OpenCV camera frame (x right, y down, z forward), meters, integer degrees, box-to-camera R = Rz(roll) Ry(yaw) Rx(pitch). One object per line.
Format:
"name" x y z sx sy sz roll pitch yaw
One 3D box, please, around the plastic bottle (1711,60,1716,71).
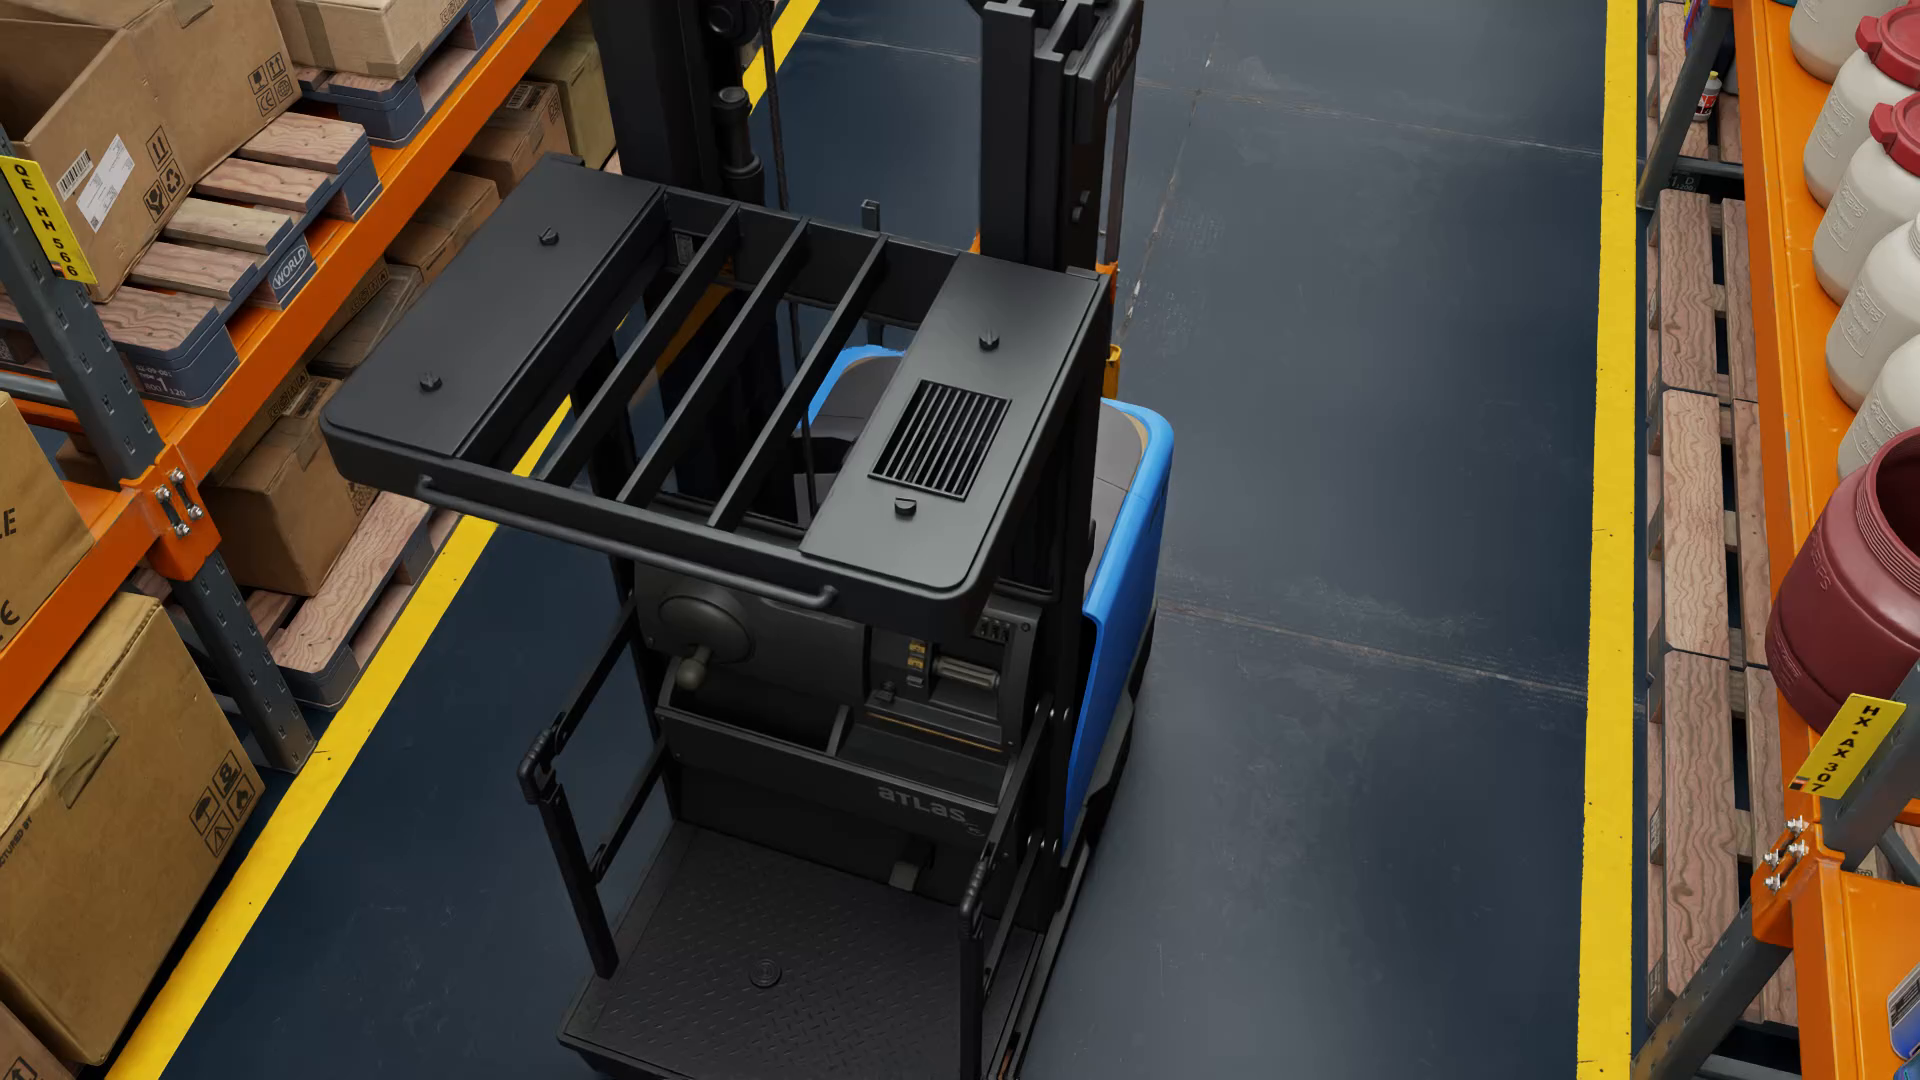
"plastic bottle" 3.139 -1.985 7.020 0.061 0.283 0.133 14 50 12

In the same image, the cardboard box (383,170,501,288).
"cardboard box" -2.067 -1.032 6.034 0.700 0.500 0.500 15 50 13

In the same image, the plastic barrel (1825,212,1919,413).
"plastic barrel" 2.453 -0.560 4.169 0.421 0.512 0.421 0 49 0

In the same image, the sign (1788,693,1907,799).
"sign" 1.745 0.410 3.278 0.100 0.325 0.005 12 50 10

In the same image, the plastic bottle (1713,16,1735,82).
"plastic bottle" 3.222 -2.117 7.091 0.144 0.351 0.185 10 49 9

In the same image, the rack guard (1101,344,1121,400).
"rack guard" 0.299 -0.660 6.166 0.587 0.250 0.087 15 50 13

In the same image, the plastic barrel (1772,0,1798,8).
"plastic barrel" 2.937 -2.272 5.420 0.600 0.901 0.708 12 50 10

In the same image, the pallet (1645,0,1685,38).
"pallet" 3.867 -2.765 8.050 1.003 0.211 1.213 12 50 10

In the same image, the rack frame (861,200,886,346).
"rack frame" -0.031 -0.368 5.074 0.500 1.500 0.032 15 50 13

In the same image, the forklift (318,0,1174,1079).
"forklift" -0.354 0.311 3.520 1.130 2.935 3.031 15 50 13

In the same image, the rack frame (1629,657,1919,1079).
"rack frame" 2.278 0.568 3.248 1.000 3.000 0.127 12 50 10

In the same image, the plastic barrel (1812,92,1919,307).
"plastic barrel" 2.560 -0.878 4.434 0.433 0.535 0.433 0 49 0

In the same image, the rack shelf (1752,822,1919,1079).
"rack shelf" 1.751 2.253 2.241 1.077 0.370 4.000 12 50 10

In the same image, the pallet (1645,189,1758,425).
"pallet" 3.161 -0.827 6.339 1.003 0.211 1.213 12 50 10

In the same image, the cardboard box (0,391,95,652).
"cardboard box" -2.391 -0.037 3.715 0.500 0.500 0.500 13 50 11

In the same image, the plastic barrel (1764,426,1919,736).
"plastic barrel" 2.108 0.127 3.546 0.600 0.536 0.708 12 50 10

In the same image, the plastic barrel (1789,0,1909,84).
"plastic barrel" 2.867 -1.722 5.178 0.433 0.535 0.433 0 49 0

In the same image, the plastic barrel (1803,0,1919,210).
"plastic barrel" 2.674 -1.191 4.710 0.433 0.535 0.433 0 49 0

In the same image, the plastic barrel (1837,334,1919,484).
"plastic barrel" 2.343 -0.255 3.900 0.421 0.512 0.421 0 49 0

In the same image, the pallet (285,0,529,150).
"pallet" -2.019 -1.786 5.454 1.003 0.211 1.213 12 50 10

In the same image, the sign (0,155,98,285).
"sign" -1.964 -0.686 3.582 0.100 0.325 0.005 12 50 10

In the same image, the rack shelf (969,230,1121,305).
"rack shelf" 0.137 -0.609 5.527 0.538 0.185 1.000 15 50 13

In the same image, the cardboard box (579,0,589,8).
"cardboard box" -1.630 -2.181 7.048 0.700 0.500 0.500 8 49 7

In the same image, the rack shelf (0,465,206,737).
"rack shelf" -3.027 1.275 3.104 1.077 0.370 4.000 12 50 10

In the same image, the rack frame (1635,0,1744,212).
"rack frame" 3.331 -2.325 5.802 1.000 3.000 0.127 12 50 10

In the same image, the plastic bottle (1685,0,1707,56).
"plastic bottle" 3.273 -2.256 7.214 0.144 0.351 0.185 9 49 8

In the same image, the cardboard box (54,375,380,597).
"cardboard box" -2.343 -0.217 5.314 0.700 0.500 0.500 9 49 8

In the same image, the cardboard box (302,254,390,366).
"cardboard box" -2.223 -0.852 5.375 0.500 0.250 0.500 17 51 14

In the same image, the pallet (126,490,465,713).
"pallet" -2.293 -0.052 5.655 1.003 0.211 1.213 12 50 10

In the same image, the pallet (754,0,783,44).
"pallet" -1.305 -2.873 8.145 1.003 0.211 1.213 12 50 10

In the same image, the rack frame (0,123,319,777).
"rack frame" -2.500 -0.410 4.111 1.000 3.000 0.127 12 50 10

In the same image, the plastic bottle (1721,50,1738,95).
"plastic bottle" 3.361 -2.089 7.066 0.144 0.351 0.185 12 50 10

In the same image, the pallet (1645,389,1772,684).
"pallet" 2.842 0.058 5.558 1.003 0.211 1.213 12 50 10

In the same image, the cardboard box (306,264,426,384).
"cardboard box" -2.210 -0.620 5.671 0.700 0.500 0.500 8 49 7

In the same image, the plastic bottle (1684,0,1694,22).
"plastic bottle" 3.358 -2.490 7.420 0.144 0.351 0.185 11 50 10

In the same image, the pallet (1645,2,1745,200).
"pallet" 3.548 -1.880 7.269 1.003 0.211 1.213 12 50 10

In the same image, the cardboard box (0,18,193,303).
"cardboard box" -2.397 -0.980 4.268 0.500 0.500 0.500 6 49 5

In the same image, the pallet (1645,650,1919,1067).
"pallet" 2.519 0.938 4.781 1.003 0.211 1.213 12 50 10

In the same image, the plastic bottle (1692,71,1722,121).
"plastic bottle" 3.126 -1.869 6.972 0.097 0.201 0.097 0 49 0

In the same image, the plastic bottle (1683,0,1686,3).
"plastic bottle" 3.404 -2.582 7.551 0.152 0.276 0.135 12 50 11

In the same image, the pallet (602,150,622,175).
"pallet" -1.651 -1.817 7.213 1.003 0.211 1.213 12 50 10

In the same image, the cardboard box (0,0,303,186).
"cardboard box" -2.346 -1.404 4.641 0.700 0.500 0.500 18 51 16

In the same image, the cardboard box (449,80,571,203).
"cardboard box" -1.921 -1.435 6.390 0.700 0.500 0.500 8 49 7

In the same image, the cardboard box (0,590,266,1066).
"cardboard box" -2.702 0.650 4.313 1.225 0.875 0.875 9 49 8

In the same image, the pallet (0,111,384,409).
"pallet" -2.416 -0.883 4.656 1.213 0.211 1.003 12 50 10

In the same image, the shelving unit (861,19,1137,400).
"shelving unit" 0.134 -0.721 5.386 0.587 1.500 1.083 15 50 13

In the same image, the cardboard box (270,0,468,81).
"cardboard box" -1.837 -1.666 5.039 0.500 0.250 0.500 10 49 9

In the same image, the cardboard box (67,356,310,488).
"cardboard box" -2.353 -0.467 5.035 0.500 0.250 0.500 13 50 12

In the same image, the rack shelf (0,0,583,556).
"rack shelf" -1.974 -1.618 5.657 1.077 0.370 4.000 12 50 10

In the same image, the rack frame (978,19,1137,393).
"rack frame" 0.305 -1.087 5.709 0.500 1.500 0.032 15 50 13

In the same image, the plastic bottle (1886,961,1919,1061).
"plastic bottle" 1.852 0.858 3.075 0.152 0.276 0.135 12 50 10

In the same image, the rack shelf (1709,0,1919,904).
"rack shelf" 2.804 -0.641 4.795 1.077 0.370 4.000 12 50 10

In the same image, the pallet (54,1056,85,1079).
"pallet" -2.781 1.069 4.666 1.003 0.211 1.213 12 50 10

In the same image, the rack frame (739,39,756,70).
"rack frame" -1.448 -3.303 6.664 1.000 3.000 0.127 12 50 10

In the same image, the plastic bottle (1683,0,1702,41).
"plastic bottle" 3.275 -2.360 7.350 0.061 0.283 0.133 15 50 13

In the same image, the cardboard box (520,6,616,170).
"cardboard box" -1.774 -1.840 6.747 0.700 0.500 0.500 11 50 10

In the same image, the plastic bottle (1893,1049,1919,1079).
"plastic bottle" 1.795 0.938 3.007 0.097 0.271 0.097 0 49 0
